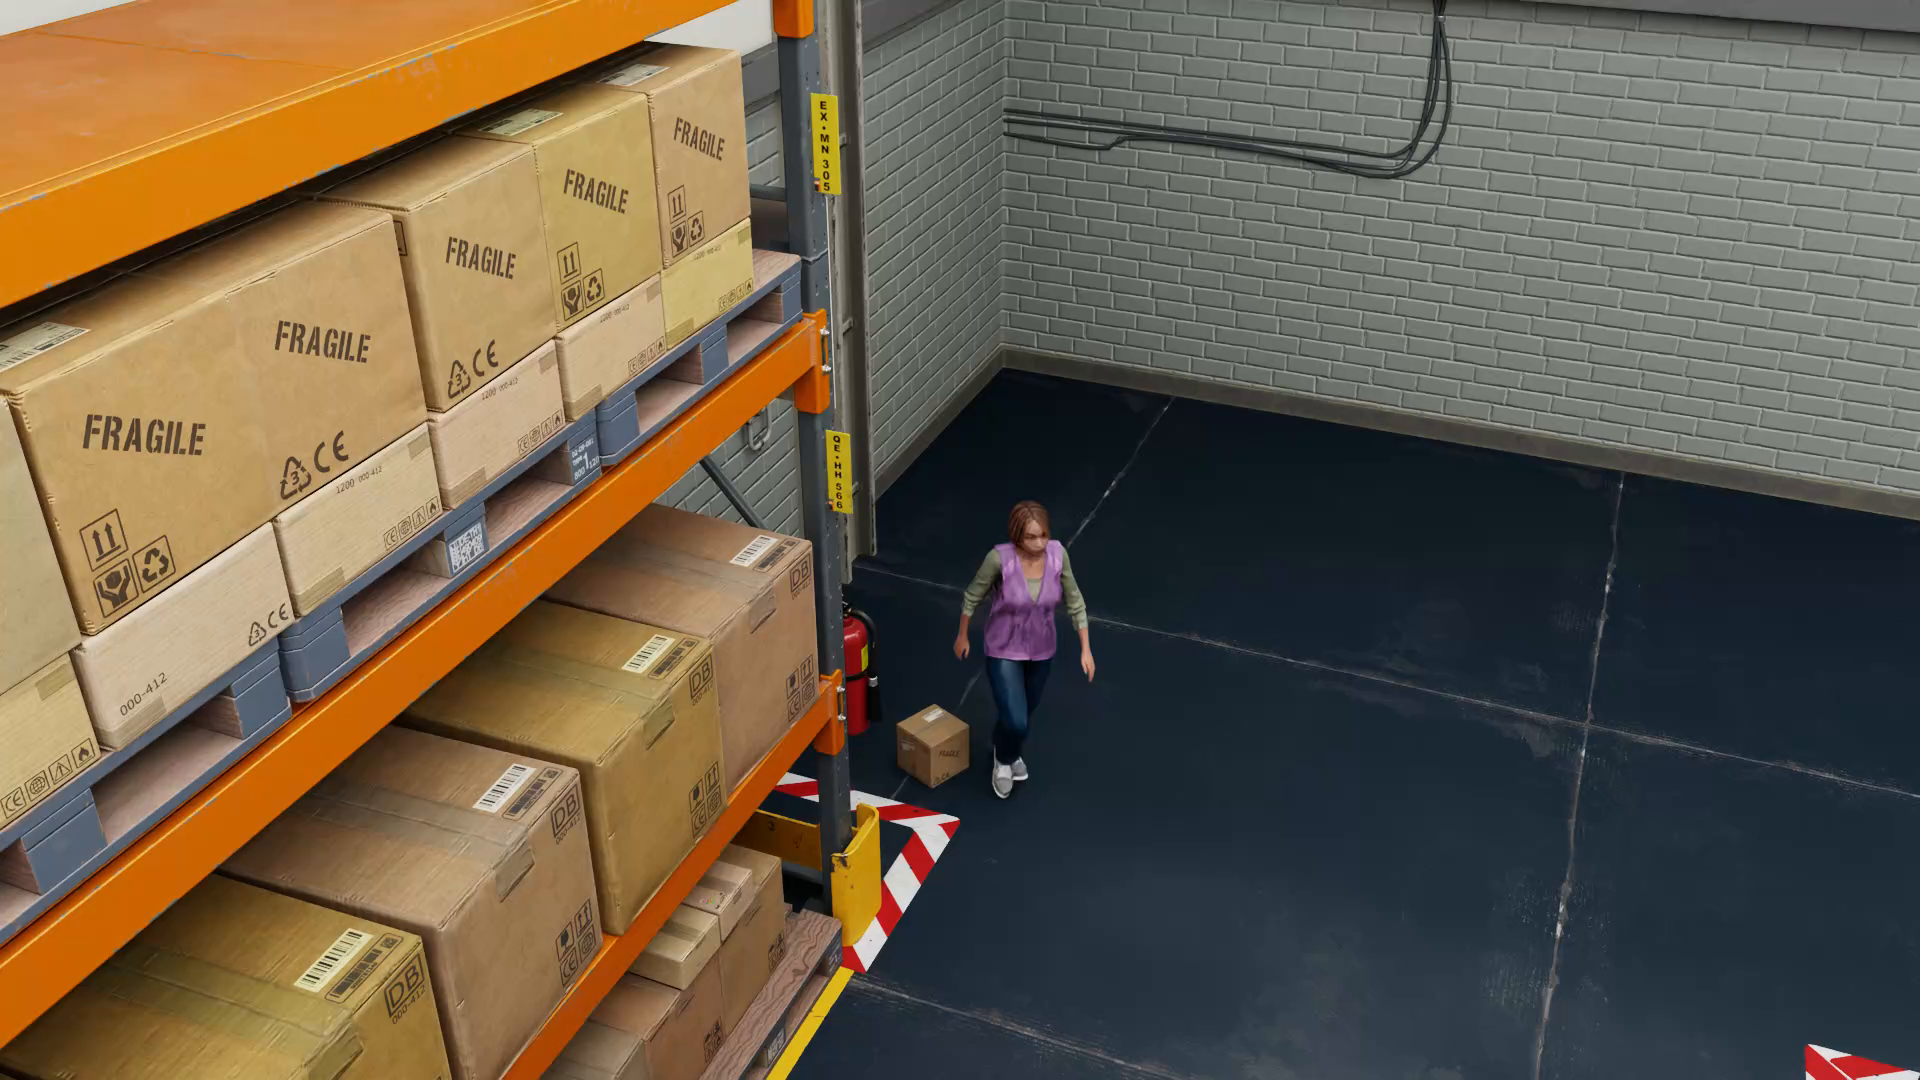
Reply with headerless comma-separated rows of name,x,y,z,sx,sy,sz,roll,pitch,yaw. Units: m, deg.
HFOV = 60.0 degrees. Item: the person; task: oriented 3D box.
person,0.280,0.496,7.559,0.540,1.554,0.568,-12,32,-19
